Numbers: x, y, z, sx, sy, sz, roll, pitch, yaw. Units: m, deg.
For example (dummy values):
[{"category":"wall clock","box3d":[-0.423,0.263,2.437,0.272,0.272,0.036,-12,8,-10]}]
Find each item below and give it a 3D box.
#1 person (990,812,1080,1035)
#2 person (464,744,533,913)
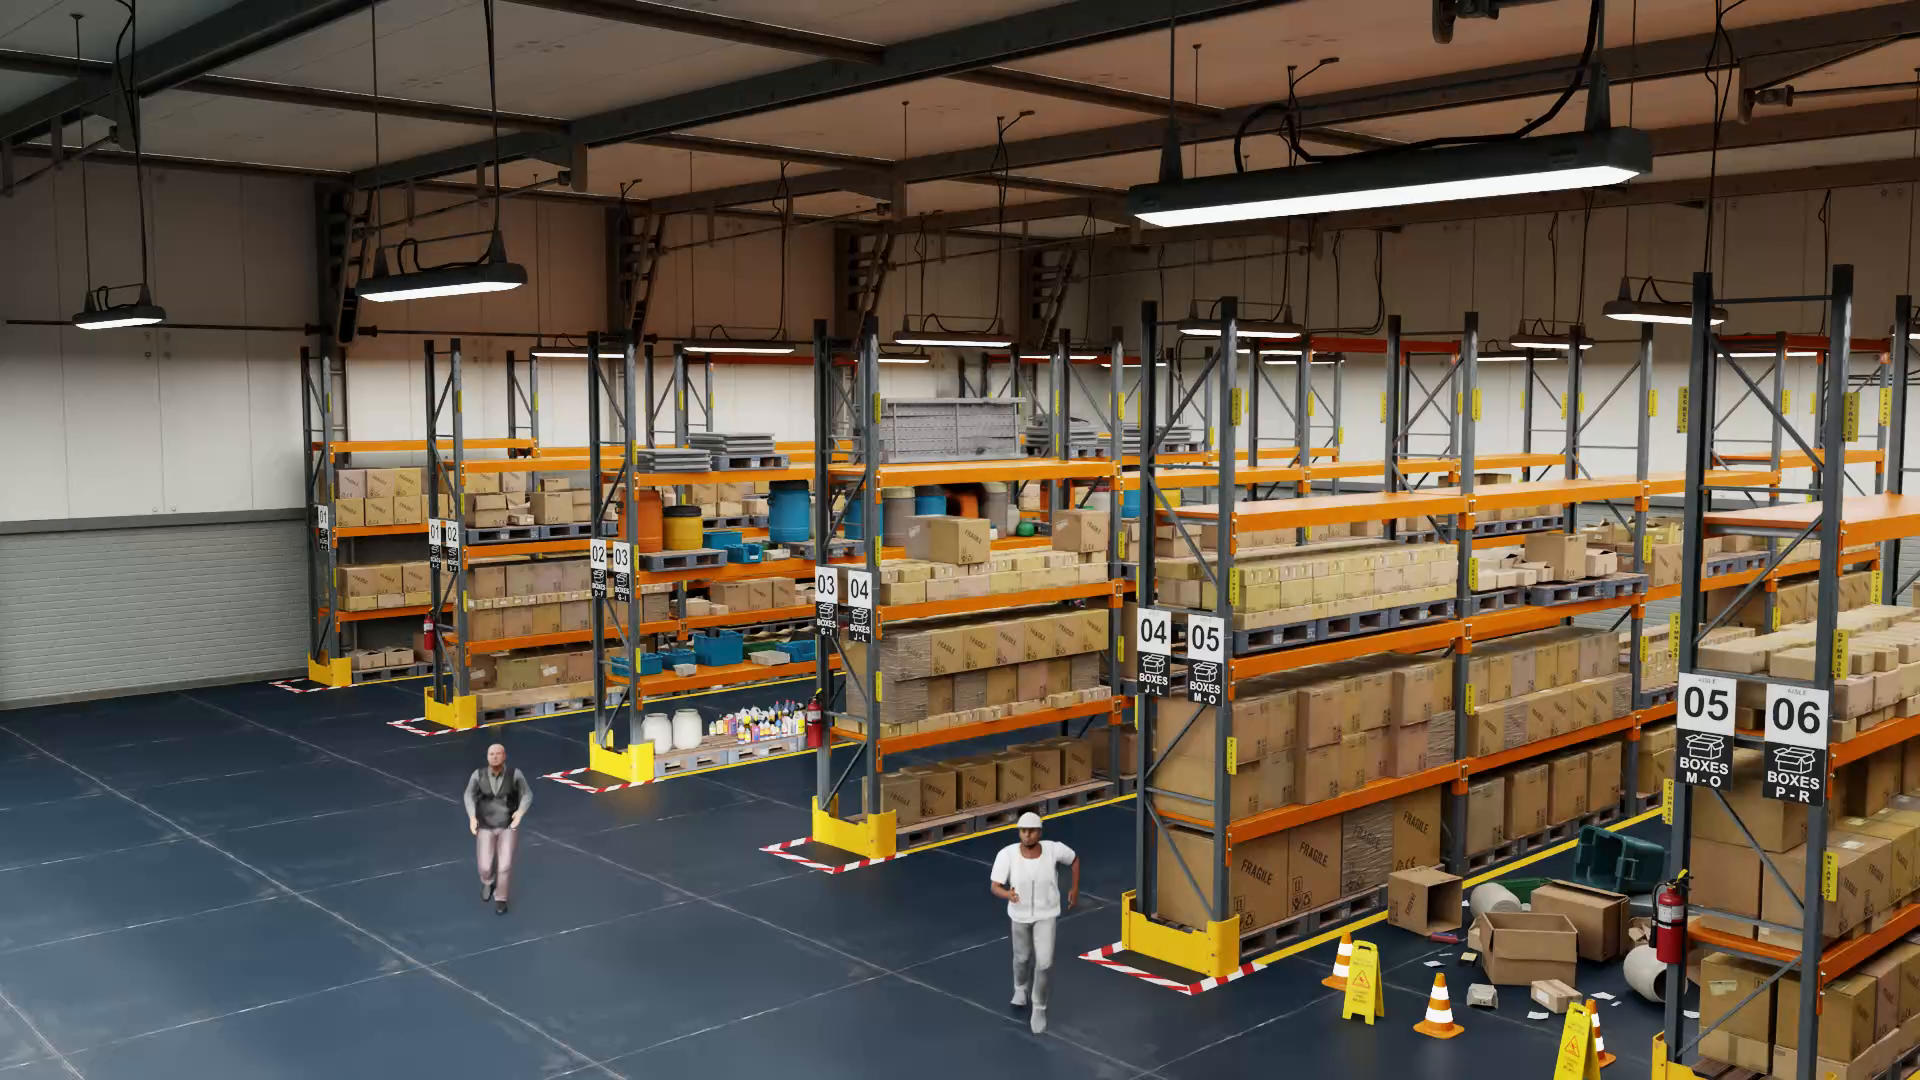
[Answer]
[{"category":"person","box3d":[0.613,3.095,13.602,0.713,1.796,0.886,1,5,7]},{"category":"person","box3d":[-4.602,2.870,16.604,0.676,1.689,0.576,-1,5,-13]}]
